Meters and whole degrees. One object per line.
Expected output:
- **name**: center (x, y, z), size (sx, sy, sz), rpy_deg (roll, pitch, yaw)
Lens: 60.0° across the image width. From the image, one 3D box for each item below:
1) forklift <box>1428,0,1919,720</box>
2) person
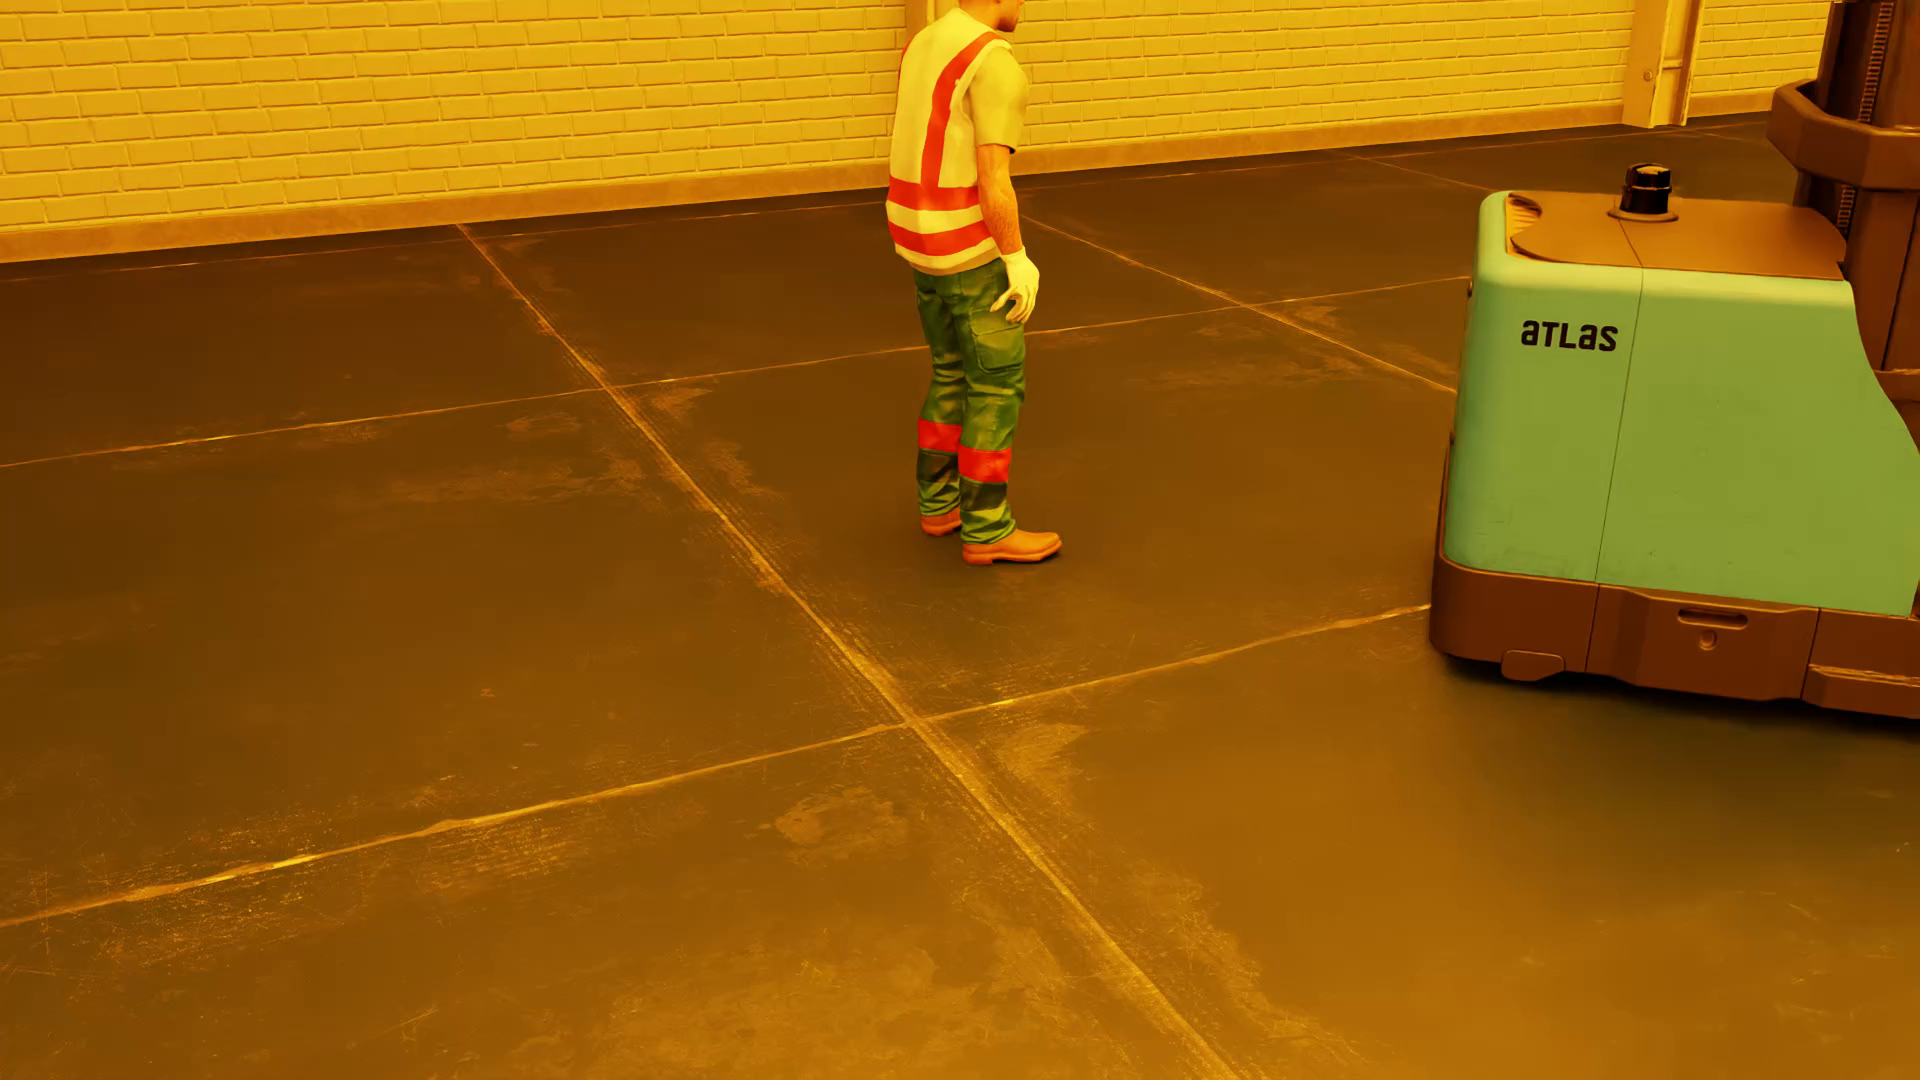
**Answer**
- **forklift**: center (2.787, -1.025, 3.753), size (3.031, 2.935, 1.130), rpy_deg (6, 23, 15)
- **person**: center (0.037, -0.829, 4.790), size (0.450, 1.778, 0.608), rpy_deg (-11, 25, -25)
